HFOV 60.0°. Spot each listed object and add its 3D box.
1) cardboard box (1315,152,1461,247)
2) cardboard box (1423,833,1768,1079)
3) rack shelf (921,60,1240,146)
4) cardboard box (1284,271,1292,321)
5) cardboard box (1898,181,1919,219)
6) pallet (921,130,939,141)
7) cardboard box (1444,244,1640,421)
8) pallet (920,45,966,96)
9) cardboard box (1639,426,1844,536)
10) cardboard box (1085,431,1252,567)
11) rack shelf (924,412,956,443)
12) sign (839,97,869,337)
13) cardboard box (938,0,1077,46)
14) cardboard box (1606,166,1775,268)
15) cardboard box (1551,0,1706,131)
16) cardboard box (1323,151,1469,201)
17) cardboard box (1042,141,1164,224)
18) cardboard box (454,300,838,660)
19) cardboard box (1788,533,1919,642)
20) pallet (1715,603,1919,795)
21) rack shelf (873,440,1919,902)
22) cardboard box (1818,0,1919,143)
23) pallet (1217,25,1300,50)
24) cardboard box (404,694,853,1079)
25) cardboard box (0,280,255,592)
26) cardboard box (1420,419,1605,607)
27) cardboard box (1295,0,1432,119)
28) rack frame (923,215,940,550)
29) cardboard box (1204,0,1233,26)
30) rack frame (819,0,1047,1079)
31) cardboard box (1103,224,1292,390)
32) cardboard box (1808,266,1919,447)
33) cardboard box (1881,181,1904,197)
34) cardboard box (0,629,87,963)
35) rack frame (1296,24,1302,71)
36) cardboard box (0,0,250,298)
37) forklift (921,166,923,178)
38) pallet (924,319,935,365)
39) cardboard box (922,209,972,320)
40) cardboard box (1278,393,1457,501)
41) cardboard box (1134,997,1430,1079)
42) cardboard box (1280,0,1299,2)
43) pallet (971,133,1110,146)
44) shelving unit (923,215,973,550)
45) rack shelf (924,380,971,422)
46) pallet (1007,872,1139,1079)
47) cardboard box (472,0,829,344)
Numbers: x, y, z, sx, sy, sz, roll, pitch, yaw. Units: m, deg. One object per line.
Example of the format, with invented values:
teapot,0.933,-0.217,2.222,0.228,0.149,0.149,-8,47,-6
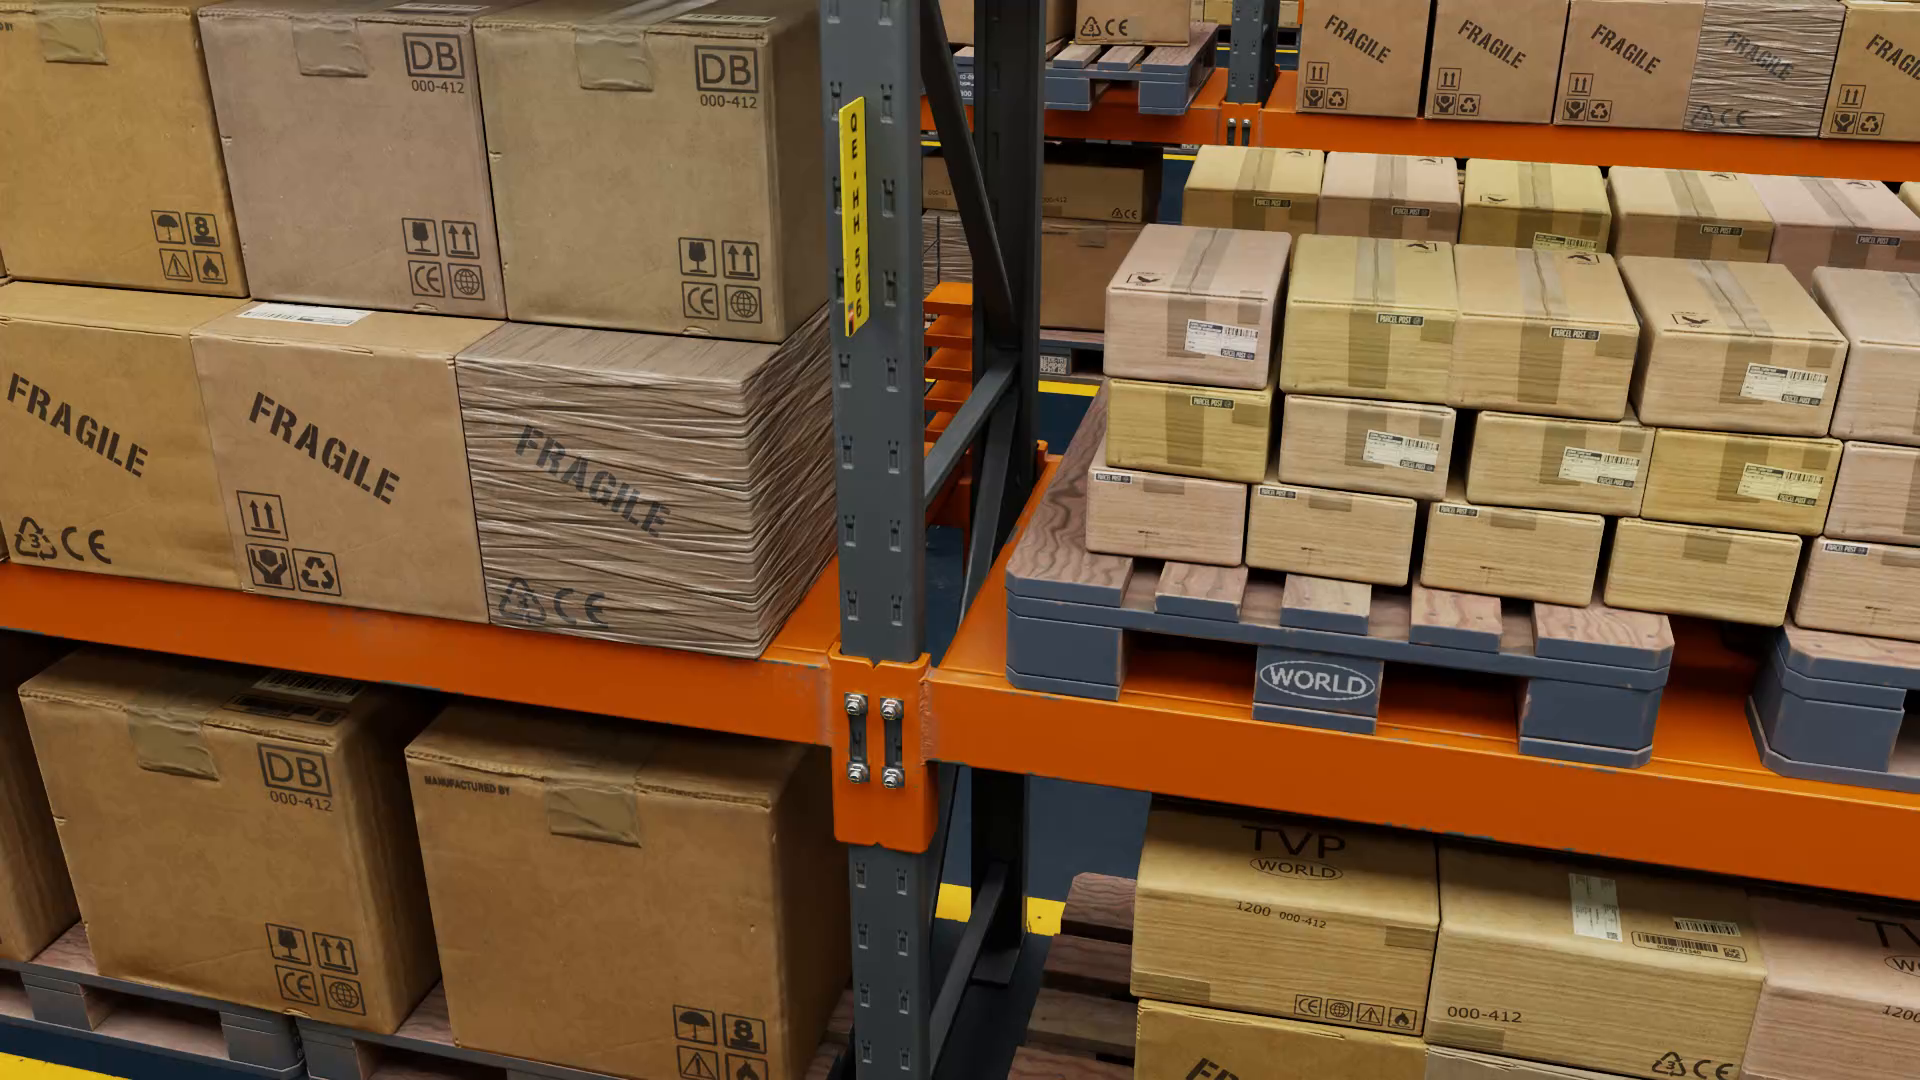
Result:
cardboard box,0.816,-0.624,3.183,0.250,0.149,0.380,6,26,12
cardboard box,1.083,0.661,2.920,0.500,0.250,0.500,6,26,12
rack shelf,-0.619,-2.112,8.033,4.000,0.370,1.077,6,26,13
cardboard box,0.577,-0.516,3.301,0.250,0.149,0.380,7,26,14
cardboard box,1.825,-0.512,2.948,0.250,0.149,0.380,8,26,16
pallet,-0.552,-3.386,13.116,1.213,0.211,1.003,6,26,13
cardboard box,0.881,-0.327,2.560,0.250,0.149,0.380,6,26,13
pallet,-0.609,-2.331,7.880,1.213,0.211,1.003,6,26,13
cardboard box,1.170,-0.161,2.557,0.250,0.149,0.380,6,26,13
cardboard box,0.368,-0.113,2.801,0.250,0.149,0.380,6,26,12
rack shelf,-0.014,-0.395,6.066,0.180,0.103,0.258,6,26,13
sign,-0.150,-0.460,2.380,0.005,0.325,0.100,6,26,13
cardboard box,0.219,-2.517,7.442,0.500,0.500,0.700,10,27,21
cardboard box,1.329,-0.569,3.067,0.250,0.149,0.380,7,26,15
cardboard box,2.718,-1.995,6.834,0.500,0.500,0.500,6,26,12
cardboard box,1.981,-1.370,7.622,0.875,0.875,1.225,5,26,11
cardboard box,0.662,-1.691,7.835,0.500,0.250,0.500,7,26,15
cardboard box,-0.518,-0.150,2.960,0.500,0.500,0.500,6,26,13
cardboard box,1.409,0.000,2.563,0.250,0.149,0.380,7,26,15
pallet,1.912,0.113,2.746,1.213,0.211,1.003,6,26,13
rack shelf,1.922,0.370,2.819,4.000,0.370,1.077,6,26,13
cardboard box,3.686,-1.885,6.603,0.500,0.500,0.500,6,26,12
pallet,3.001,-5.192,16.909,1.213,0.211,1.003,6,26,13
cardboard box,-0.583,0.555,3.723,0.750,0.750,1.050,6,26,12
cardboard box,-1.485,-0.258,3.185,0.500,0.500,0.500,6,26,12
cardboard box,0.889,-0.055,2.680,0.250,0.149,0.380,8,27,16
cardboard box,1.721,-2.102,7.060,0.500,0.500,0.500,7,26,15
rack frame,-0.103,-0.553,6.016,0.006,1.200,0.240,6,26,13
cardboard box,2.718,-5.303,16.609,0.500,0.250,0.500,6,26,12
rack frame,-0.015,-0.169,3.115,0.127,3.000,1.000,6,26,13
cardboard box,0.388,-0.383,2.676,0.250,0.149,0.380,6,26,13
cardboard box,1.400,-0.271,2.441,0.250,0.149,0.380,8,26,15
cardboard box,3.701,-1.180,7.223,0.875,0.875,1.225,5,26,11
cardboard box,-2.332,0.363,4.126,0.750,0.750,1.050,6,26,13
rack frame,2.551,-4.285,11.760,0.127,3.000,1.000,6,26,13
cardboard box,-1.435,-0.825,3.214,0.500,0.500,0.700,6,26,12
forklift,-0.980,-3.476,10.142,3.031,2.935,1.130,7,26,14
pallet,-0.616,-1.179,8.482,1.213,0.211,1.003,6,26,13
cardboard box,0.124,-1.410,8.119,0.500,0.500,0.700,4,26,9
cardboard box,0.666,-0.216,2.671,0.250,0.149,0.380,8,26,15
cardboard box,0.606,0.952,3.180,0.500,0.500,0.500,5,26,11
cardboard box,3.220,-5.501,16.373,0.500,0.311,0.500,7,26,14
pallet,0.633,-3.256,12.844,1.213,0.211,1.003,6,26,13
shelving unit,-0.014,-0.543,5.995,0.189,1.200,0.258,6,26,13
rack shelf,-0.014,-0.503,6.014,0.180,0.103,0.258,6,26,13
pallet,0.741,1.175,3.537,1.213,0.211,1.003,6,26,13
cardboard box,-0.448,-0.717,2.988,0.500,0.500,0.700,6,26,13
